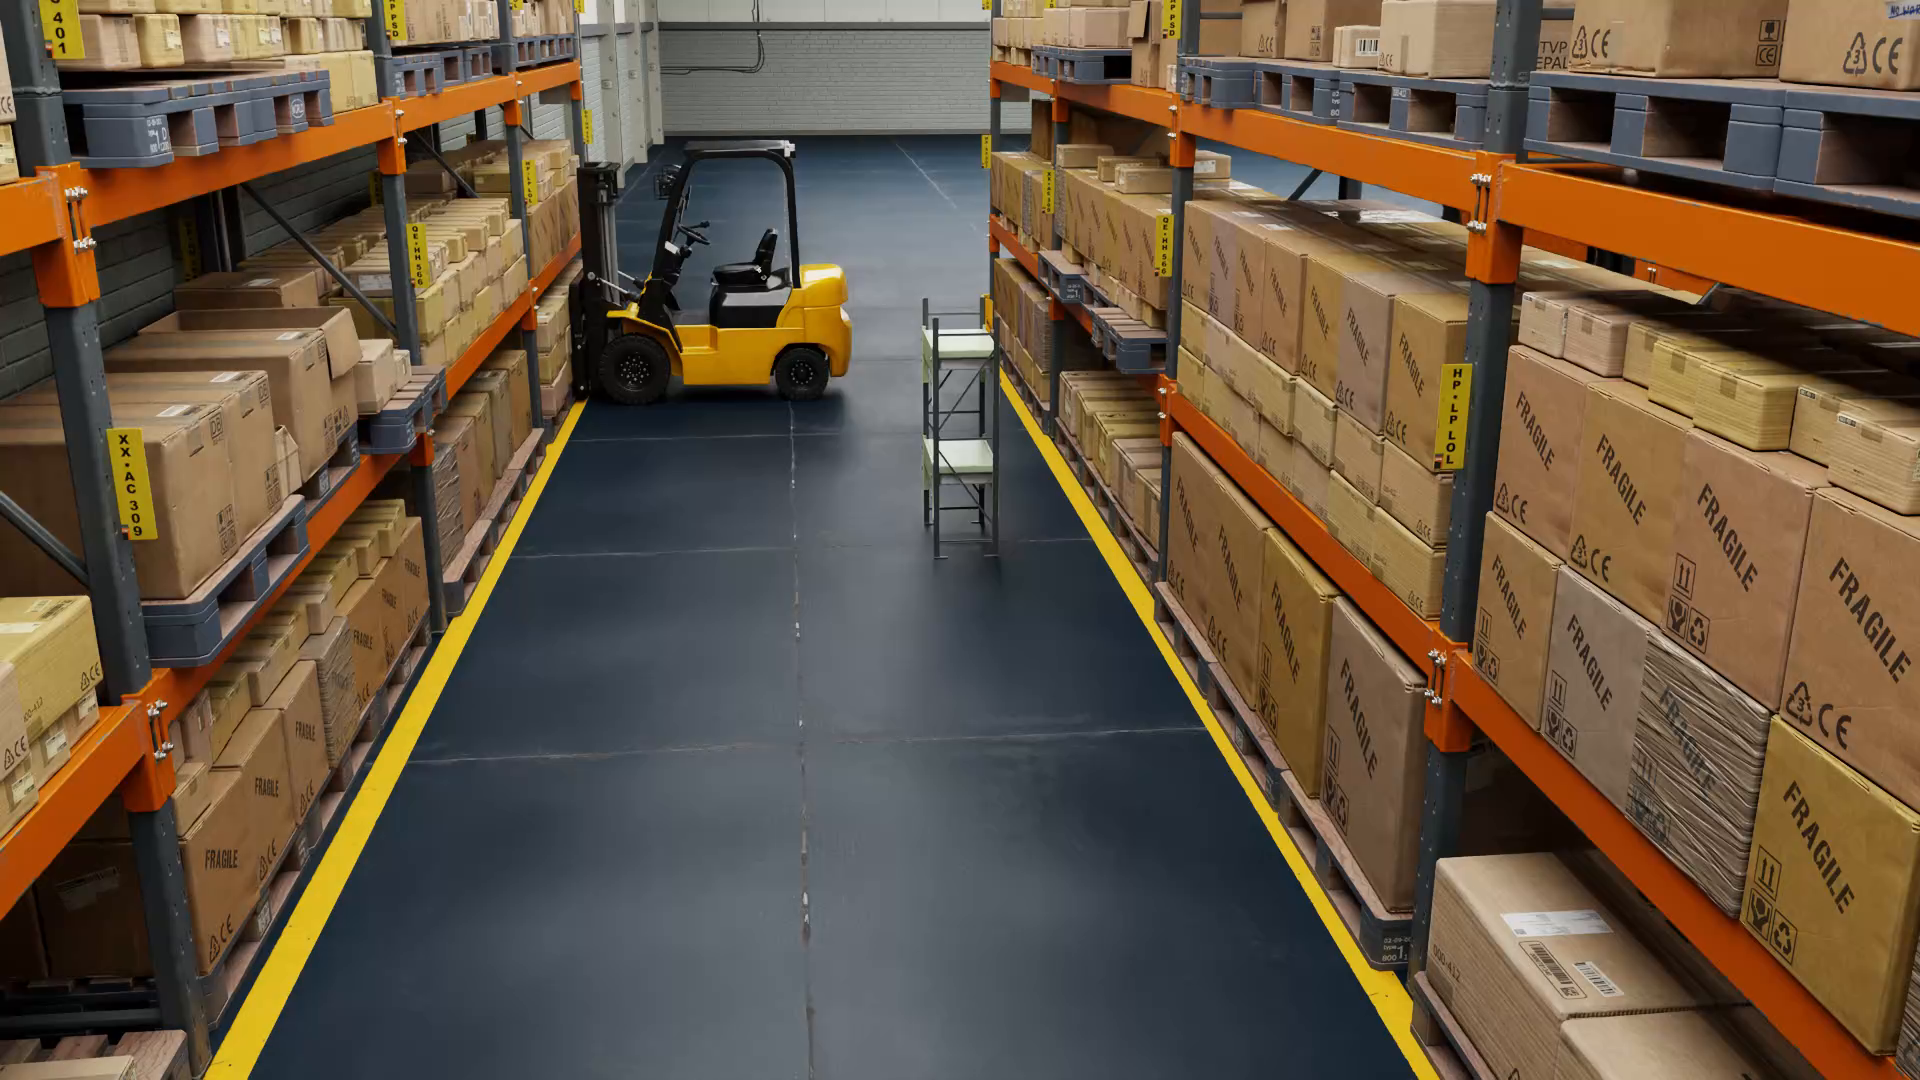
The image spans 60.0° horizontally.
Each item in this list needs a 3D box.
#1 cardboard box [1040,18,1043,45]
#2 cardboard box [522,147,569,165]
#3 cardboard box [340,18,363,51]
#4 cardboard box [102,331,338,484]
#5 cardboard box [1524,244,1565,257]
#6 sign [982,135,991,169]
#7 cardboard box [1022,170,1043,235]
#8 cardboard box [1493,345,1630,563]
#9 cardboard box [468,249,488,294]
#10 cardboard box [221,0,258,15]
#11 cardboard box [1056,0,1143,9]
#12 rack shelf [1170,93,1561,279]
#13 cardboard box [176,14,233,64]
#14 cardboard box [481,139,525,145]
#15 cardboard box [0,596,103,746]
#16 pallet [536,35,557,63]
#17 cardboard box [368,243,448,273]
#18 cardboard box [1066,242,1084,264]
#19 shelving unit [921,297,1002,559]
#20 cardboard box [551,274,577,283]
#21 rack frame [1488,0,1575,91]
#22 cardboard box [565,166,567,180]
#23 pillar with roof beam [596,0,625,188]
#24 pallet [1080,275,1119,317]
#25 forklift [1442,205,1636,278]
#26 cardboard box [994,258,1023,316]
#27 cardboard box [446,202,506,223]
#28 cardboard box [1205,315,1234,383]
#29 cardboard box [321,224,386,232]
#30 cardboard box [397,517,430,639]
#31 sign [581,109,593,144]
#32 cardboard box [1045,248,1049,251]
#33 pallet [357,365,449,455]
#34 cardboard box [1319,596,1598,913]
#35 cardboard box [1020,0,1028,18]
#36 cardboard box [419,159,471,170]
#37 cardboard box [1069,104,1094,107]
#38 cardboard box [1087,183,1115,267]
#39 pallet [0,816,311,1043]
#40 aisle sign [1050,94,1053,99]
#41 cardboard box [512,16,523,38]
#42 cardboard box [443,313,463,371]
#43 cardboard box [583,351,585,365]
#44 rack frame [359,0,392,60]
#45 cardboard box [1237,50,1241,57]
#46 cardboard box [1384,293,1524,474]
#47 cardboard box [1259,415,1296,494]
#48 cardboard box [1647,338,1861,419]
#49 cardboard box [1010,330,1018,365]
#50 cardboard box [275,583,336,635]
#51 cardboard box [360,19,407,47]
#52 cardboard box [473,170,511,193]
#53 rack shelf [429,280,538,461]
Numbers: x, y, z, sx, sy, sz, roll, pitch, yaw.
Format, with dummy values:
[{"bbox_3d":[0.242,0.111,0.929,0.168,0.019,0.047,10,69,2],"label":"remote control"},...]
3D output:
[{"bbox_3d":[0.904,-3.888,12.800,0.500,0.250,0.500,-2,18,-6],"label":"cardboard box"},{"bbox_3d":[-3.686,-3.399,14.749,0.380,0.149,0.250,-1,17,-4],"label":"cardboard box"},{"bbox_3d":[-3.031,-2.368,7.790,0.380,0.149,0.250,-1,17,-5],"label":"cardboard box"},{"bbox_3d":[-2.856,-0.512,6.433,0.700,0.500,0.500,-2,18,-6],"label":"cardboard box"},{"bbox_3d":[5.946,-2.362,16.040,0.875,0.875,0.875,-2,18,-7],"label":"cardboard box"},{"bbox_3d":[0.265,-3.851,16.490,0.100,0.325,0.005,-2,18,-6],"label":"sign"},{"bbox_3d":[0.806,-2.885,14.195,0.500,0.500,0.500,-1,17,-4],"label":"cardboard box"},{"bbox_3d":[1.850,-0.255,4.645,0.500,0.500,0.500,-2,18,-5],"label":"cardboard box"},{"bbox_3d":[-3.274,-1.681,10.438,0.500,0.250,0.500,-2,17,-5],"label":"cardboard box"},{"bbox_3d":[-2.690,-1.911,5.802,0.380,0.149,0.250,-2,18,-5],"label":"cardboard box"},{"bbox_3d":[0.940,-3.727,11.247,0.500,0.250,0.500,-2,18,-7],"label":"cardboard box"},{"bbox_3d":[1.836,-1.563,6.842,1.077,0.370,4.000,-2,18,-6],"label":"rack shelf"},{"bbox_3d":[-2.587,-1.614,5.355,0.380,0.149,0.250,-2,17,-5],"label":"cardboard box"},{"bbox_3d":[-4.310,-3.693,15.685,0.380,0.149,0.250,-2,18,-7],"label":"cardboard box"},{"bbox_3d":[-2.599,0.349,4.312,0.500,0.250,0.500,-1,17,-4],"label":"cardboard box"},{"bbox_3d":[-3.956,-4.113,13.912,1.003,0.211,1.213,-2,18,-6],"label":"pallet"},{"bbox_3d":[-3.167,-1.611,9.550,0.380,0.149,0.250,-2,17,-5],"label":"cardboard box"},{"bbox_3d":[0.977,-2.094,12.059,0.380,0.149,0.250,-1,17,-5],"label":"cardboard box"},{"bbox_3d":[-0.001,-0.718,10.459,0.431,1.500,0.755,-2,18,-6],"label":"shelving unit"},{"bbox_3d":[-3.654,-2.236,15.013,0.500,0.250,0.500,-2,17,-5],"label":"cardboard box"},{"bbox_3d":[2.042,-2.742,4.387,1.000,3.000,0.127,-2,18,-6],"label":"rack frame"},{"bbox_3d":[-3.707,-3.256,14.791,0.380,0.149,0.250,-2,18,-7],"label":"cardboard box"},{"bbox_3d":[-2.531,-11.423,32.039,9.100,9.000,0.400,-2,18,-6],"label":"pillar with roof beam"},{"bbox_3d":[1.385,-1.568,10.985,1.003,0.211,1.213,-2,18,-6],"label":"pallet"},{"bbox_3d":[3.347,-1.370,10.147,1.130,2.935,3.031,-1,17,-4],"label":"forklift"},{"bbox_3d":[0.616,-2.445,16.095,0.500,0.500,0.500,-2,18,-7],"label":"cardboard box"},{"bbox_3d":[-3.419,-2.295,11.728,0.380,0.149,0.250,-2,18,-6],"label":"cardboard box"},{"bbox_3d":[1.489,-0.926,8.033,0.500,0.250,0.500,-1,17,-4],"label":"cardboard box"},{"bbox_3d":[-3.786,-1.899,10.467,0.380,0.149,0.250,-2,18,-5],"label":"cardboard box"},{"bbox_3d":[-3.050,0.195,8.521,0.500,0.500,0.500,-1,17,-4],"label":"cardboard box"},{"bbox_3d":[-3.591,-3.978,16.013,0.100,0.325,0.005,-2,18,-6],"label":"sign"},{"bbox_3d":[0.881,-2.230,13.190,0.380,0.149,0.250,-2,18,-6],"label":"cardboard box"},{"bbox_3d":[-3.167,-0.626,7.982,1.213,0.211,1.003,-2,18,-6],"label":"pallet"},{"bbox_3d":[1.899,0.752,6.122,0.875,0.875,0.875,-1,17,-4],"label":"cardboard box"},{"bbox_3d":[0.712,-4.501,14.088,0.380,0.149,0.250,-2,17,-5],"label":"cardboard box"},{"bbox_3d":[-4.173,-2.998,13.474,0.380,0.149,0.250,-2,18,-7],"label":"cardboard box"},{"bbox_3d":[1.274,-3.676,15.046,0.700,0.500,0.500,-2,18,-6],"label":"cardboard box"},{"bbox_3d":[1.134,-2.055,10.850,0.500,0.500,0.500,-2,18,-8],"label":"cardboard box"},{"bbox_3d":[-3.016,1.364,5.980,1.003,0.211,1.213,-2,18,-6],"label":"pallet"},{"bbox_3d":[1.087,-4.723,16.372,0.394,0.787,0.004,-2,18,-6],"label":"aisle sign"},{"bbox_3d":[-3.464,-3.811,12.352,0.380,0.149,0.250,-1,17,-4],"label":"cardboard box"},{"bbox_3d":[-3.157,-1.135,9.535,0.500,0.250,0.500,-2,18,-7],"label":"cardboard box"},{"bbox_3d":[-3.609,-1.607,14.677,0.500,0.250,0.500,-1,17,-4],"label":"cardboard box"},{"bbox_3d":[-3.307,-3.779,7.691,1.000,3.000,0.127,-2,18,-6],"label":"rack frame"},{"bbox_3d":[1.740,-2.613,9.210,0.396,0.266,0.258,-2,18,-6],"label":"cardboard box"},{"bbox_3d":[1.746,-0.530,5.520,0.500,0.500,0.500,-1,17,-4],"label":"cardboard box"},{"bbox_3d":[1.603,-0.390,7.163,0.500,0.250,0.500,-2,18,-6],"label":"cardboard box"},{"bbox_3d":[1.892,-0.385,3.977,0.380,0.149,0.250,-2,18,-6],"label":"cardboard box"},{"bbox_3d":[0.727,-1.780,15.228,0.500,0.250,0.500,-1,17,-2],"label":"cardboard box"},{"bbox_3d":[-2.895,0.301,7.099,0.380,0.149,0.250,-3,18,-8],"label":"cardboard box"},{"bbox_3d":[-3.041,-2.598,8.458,0.380,0.166,0.250,-2,18,-6],"label":"cardboard box"},{"bbox_3d":[-3.457,-2.712,12.561,0.380,0.149,0.250,-1,17,-5],"label":"cardboard box"},{"bbox_3d":[-3.513,-1.170,10.595,1.077,0.370,4.000,-2,18,-6],"label":"rack shelf"}]
